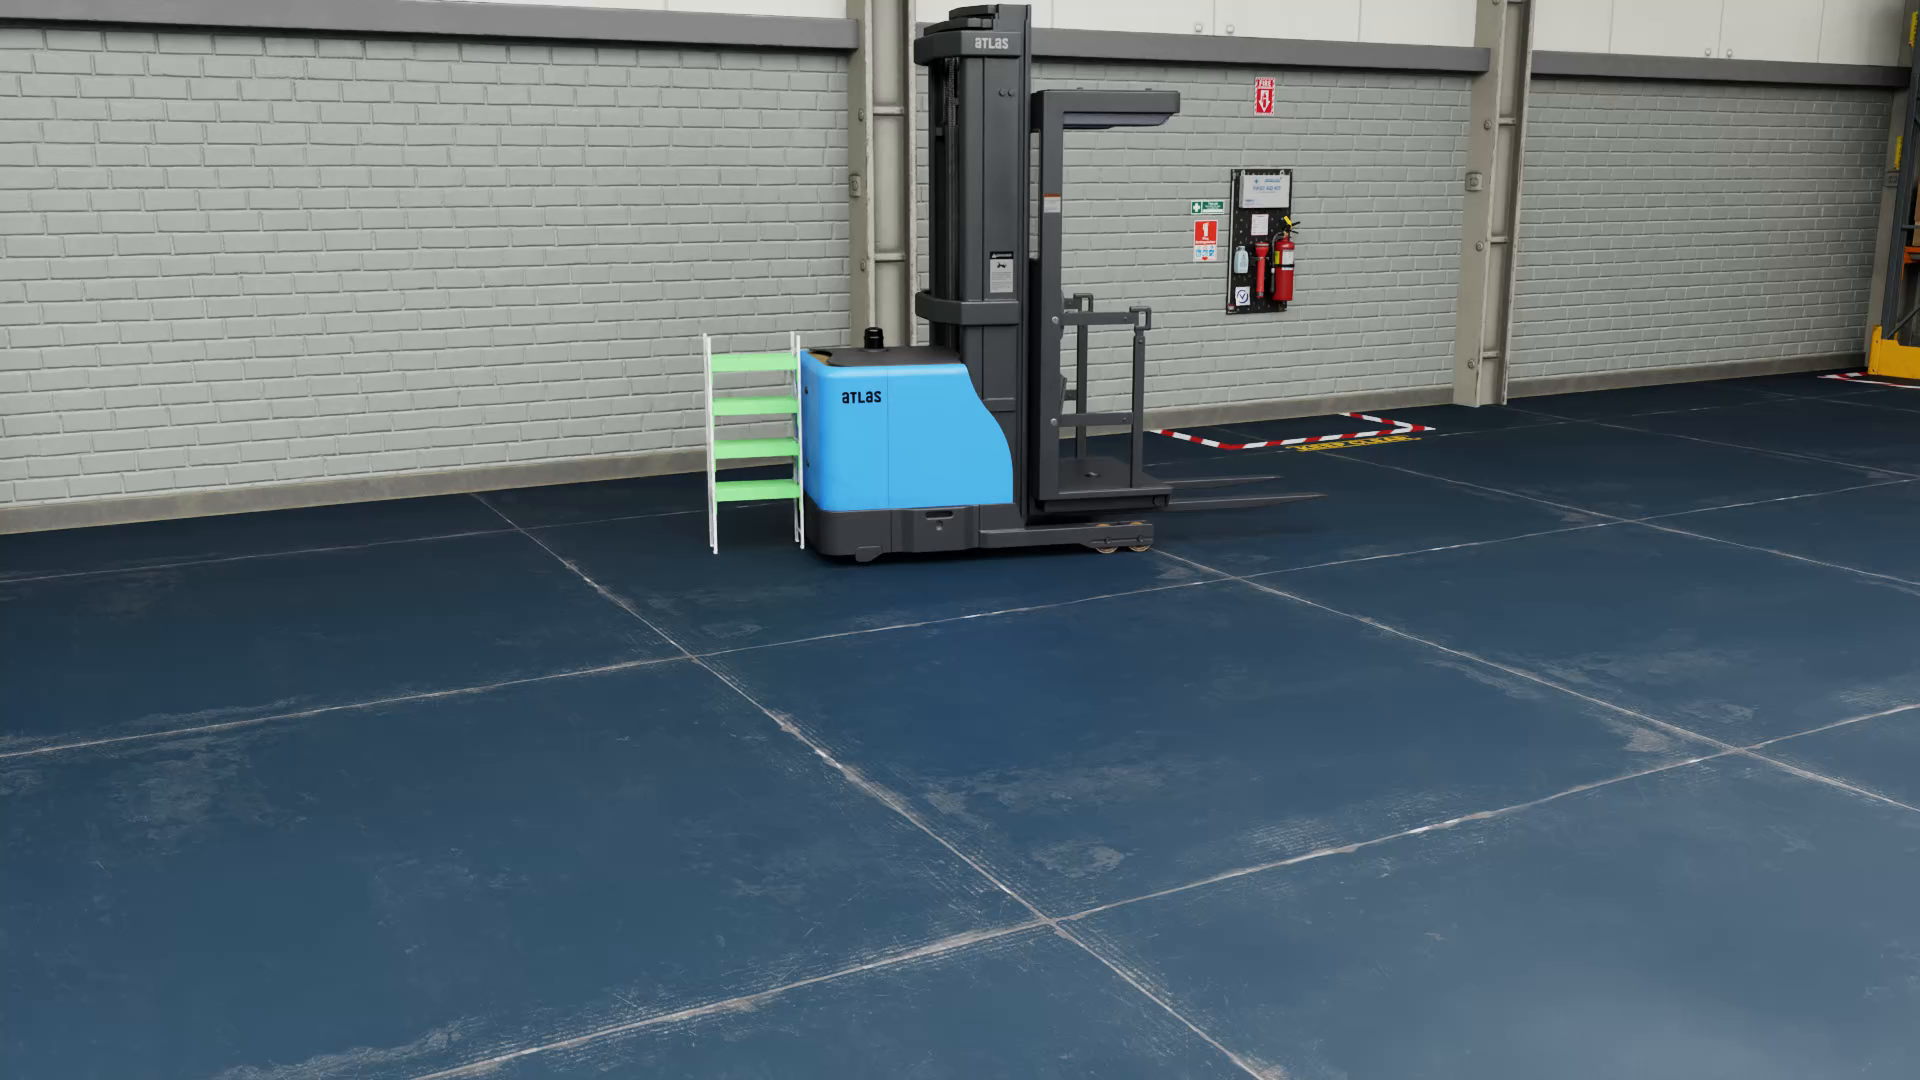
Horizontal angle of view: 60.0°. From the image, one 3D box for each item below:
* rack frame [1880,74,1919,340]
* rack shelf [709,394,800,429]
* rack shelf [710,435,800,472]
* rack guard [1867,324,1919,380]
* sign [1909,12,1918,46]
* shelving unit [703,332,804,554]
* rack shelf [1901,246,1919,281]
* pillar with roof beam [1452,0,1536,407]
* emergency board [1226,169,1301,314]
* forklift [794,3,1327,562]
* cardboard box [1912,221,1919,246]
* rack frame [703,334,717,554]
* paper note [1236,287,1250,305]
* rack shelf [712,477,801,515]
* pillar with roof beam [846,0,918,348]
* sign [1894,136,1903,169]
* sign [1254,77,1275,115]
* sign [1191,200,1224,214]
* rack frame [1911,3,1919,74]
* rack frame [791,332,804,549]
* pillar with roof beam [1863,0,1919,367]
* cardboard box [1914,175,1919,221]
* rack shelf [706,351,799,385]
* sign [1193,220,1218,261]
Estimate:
[{"bbox_3d":[9.780,-3.094,16.525,0.127,3.000,1.000,-7,14,-28],"label":"rack frame"},{"bbox_3d":[-1.153,-0.719,9.269,0.480,0.148,0.258,-3,13,-14],"label":"rack shelf"},{"bbox_3d":[-1.153,-0.485,9.322,0.480,0.148,0.258,-3,13,-14],"label":"rack shelf"},{"bbox_3d":[9.847,-1.882,16.835,0.348,0.500,1.175,-7,14,-28],"label":"rack guard"},{"bbox_3d":[9.532,-5.098,16.583,0.005,0.325,0.100,-7,14,-28],"label":"sign"},{"bbox_3d":[-1.153,-0.547,9.308,0.503,1.200,0.258,-3,13,-14],"label":"shelving unit"},{"bbox_3d":[11.536,-2.953,17.538,4.000,0.370,1.077,-7,14,-28],"label":"rack shelf"},{"bbox_3d":[6.777,-4.800,10.443,0.400,9.000,9.100,-7,14,-28],"label":"pillar with roof beam"},{"bbox_3d":[2.527,-2.450,13.665,0.643,1.169,0.194,-7,14,-28],"label":"emergency board"},{"bbox_3d":[0.604,-1.463,9.435,3.031,2.935,1.130,-3,13,-14],"label":"forklift"},{"bbox_3d":[10.098,-3.117,16.923,0.500,0.250,0.500,-7,14,-27],"label":"cardboard box"},{"bbox_3d":[-1.390,-0.534,9.250,0.015,1.200,0.240,-3,13,-14],"label":"rack frame"},{"bbox_3d":[2.338,-2.015,13.738,0.142,0.148,0.016,-7,14,-28],"label":"paper note"},{"bbox_3d":[-1.153,-0.251,9.375,0.480,0.148,0.258,-3,13,-14],"label":"rack shelf"},{"bbox_3d":[1.510,-4.169,7.638,0.400,9.000,9.100,-7,14,-28],"label":"pillar with roof beam"},{"bbox_3d":[9.532,-3.922,16.847,0.005,0.325,0.100,-7,14,-28],"label":"sign"},{"bbox_3d":[2.472,-3.600,13.492,0.199,0.298,0.001,-7,14,-28],"label":"sign"},{"bbox_3d":[2.000,-2.687,13.428,0.331,0.109,0.001,-7,14,-28],"label":"sign"},{"bbox_3d":[9.780,-6.021,15.866,0.127,3.000,1.000,-7,14,-28],"label":"rack frame"},{"bbox_3d":[-0.916,-0.560,9.366,0.015,1.200,0.240,-3,13,-14],"label":"rack frame"},{"bbox_3d":[12.043,-5.431,13.247,0.400,9.000,9.100,-7,14,-28],"label":"pillar with roof beam"},{"bbox_3d":[10.092,-3.487,16.859,0.500,0.500,0.500,-7,14,-28],"label":"cardboard box"},{"bbox_3d":[-1.153,-0.953,9.217,0.480,0.148,0.258,-3,13,-14],"label":"rack shelf"},{"bbox_3d":[1.992,-2.429,13.491,0.234,0.329,0.001,-7,14,-28],"label":"sign"}]
